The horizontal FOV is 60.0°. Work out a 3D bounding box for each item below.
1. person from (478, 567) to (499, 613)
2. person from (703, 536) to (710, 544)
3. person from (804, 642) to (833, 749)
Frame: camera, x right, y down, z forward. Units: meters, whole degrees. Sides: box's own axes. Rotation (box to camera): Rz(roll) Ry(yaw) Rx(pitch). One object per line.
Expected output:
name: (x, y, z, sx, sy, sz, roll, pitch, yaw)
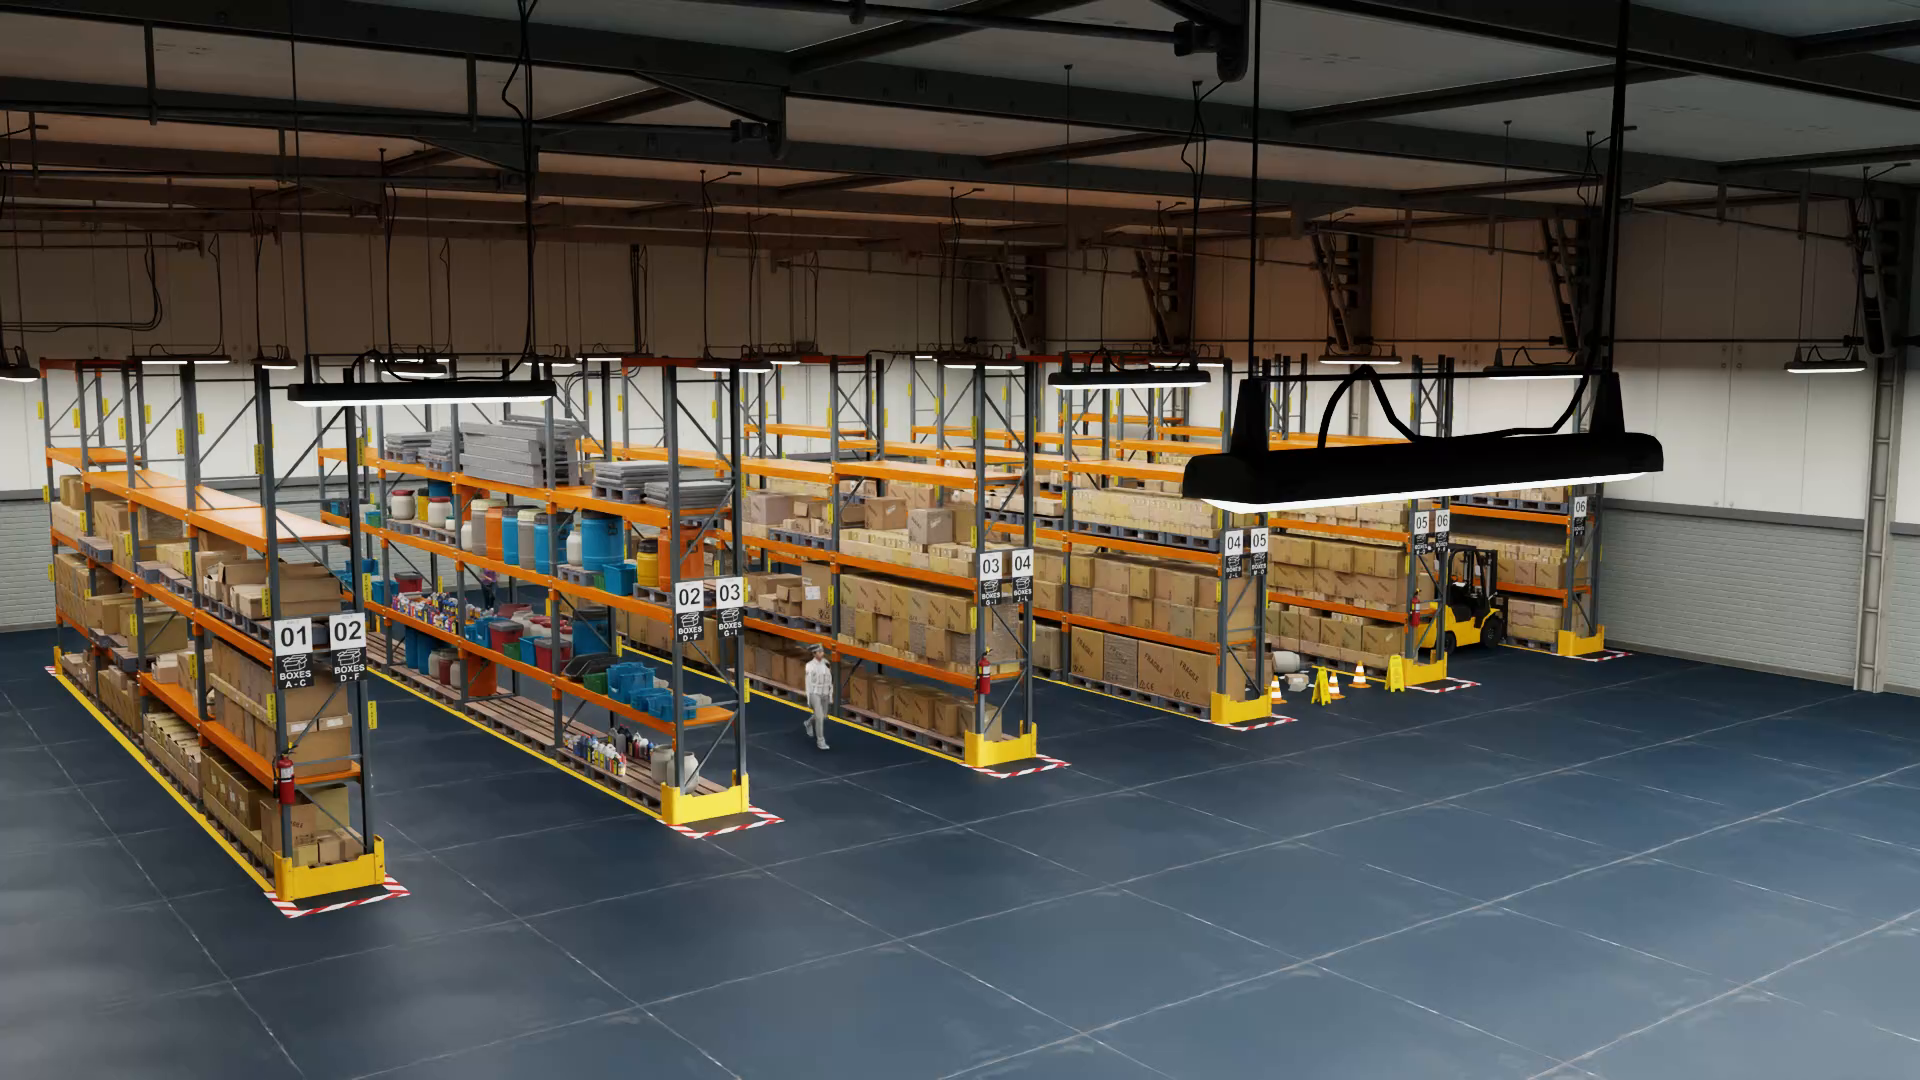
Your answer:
person: (-10.822, 0.972, 38.265, 0.543, 1.513, 0.792, -3, 8, -25)
person: (-6.448, 0.496, 42.038, 0.819, 1.564, 0.413, -6, 9, -41)
person: (-2.226, 2.385, 25.985, 0.493, 1.643, 0.831, -5, 9, -38)
